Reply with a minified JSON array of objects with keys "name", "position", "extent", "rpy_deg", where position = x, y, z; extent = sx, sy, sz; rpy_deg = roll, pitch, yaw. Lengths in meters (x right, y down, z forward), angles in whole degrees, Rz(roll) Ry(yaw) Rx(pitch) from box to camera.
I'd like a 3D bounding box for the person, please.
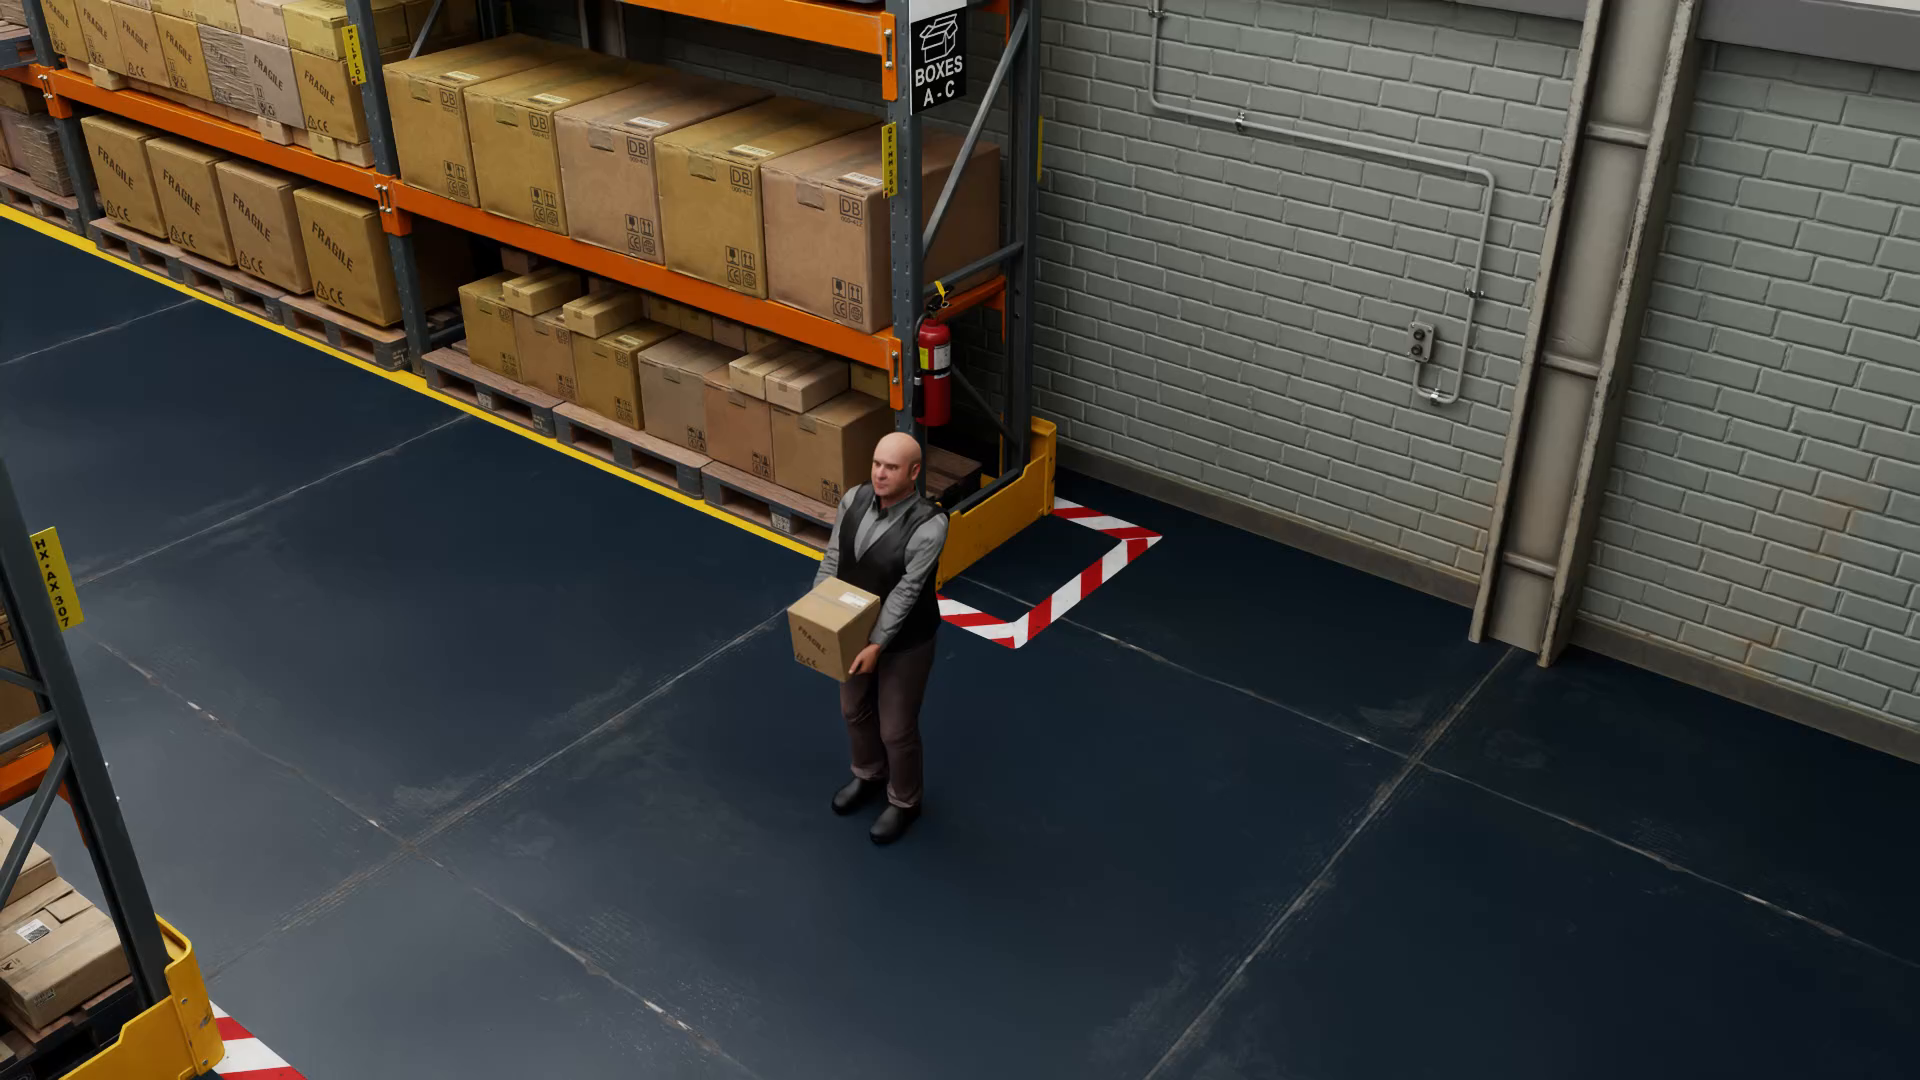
[{"name":"person","position":[-0.333,0.408,6.478],"extent":[0.494,1.711,0.551],"rpy_deg":[22,37,32]}]
